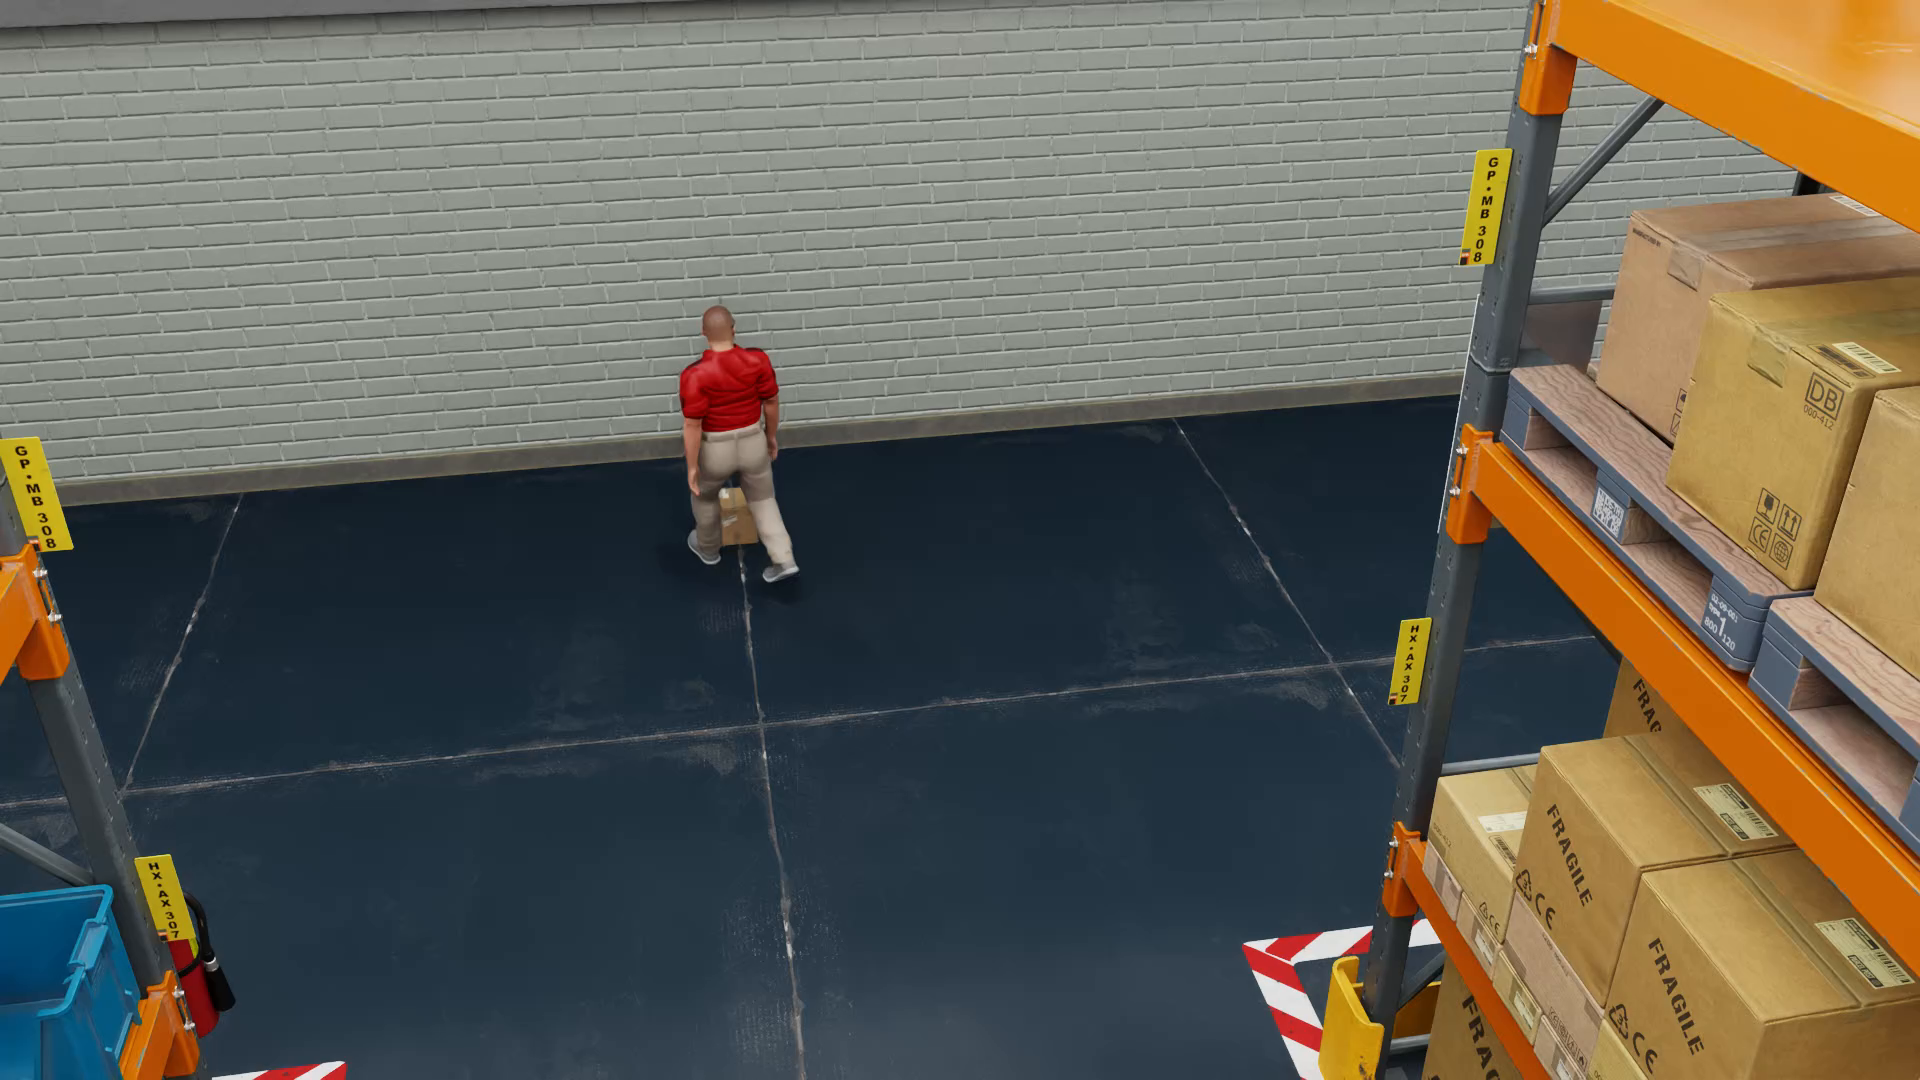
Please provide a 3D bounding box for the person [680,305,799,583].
[{"bbox_3d":[-1.265,-0.529,9.090,0.555,1.681,0.951,-13,33,-21],"label":"person"}]
